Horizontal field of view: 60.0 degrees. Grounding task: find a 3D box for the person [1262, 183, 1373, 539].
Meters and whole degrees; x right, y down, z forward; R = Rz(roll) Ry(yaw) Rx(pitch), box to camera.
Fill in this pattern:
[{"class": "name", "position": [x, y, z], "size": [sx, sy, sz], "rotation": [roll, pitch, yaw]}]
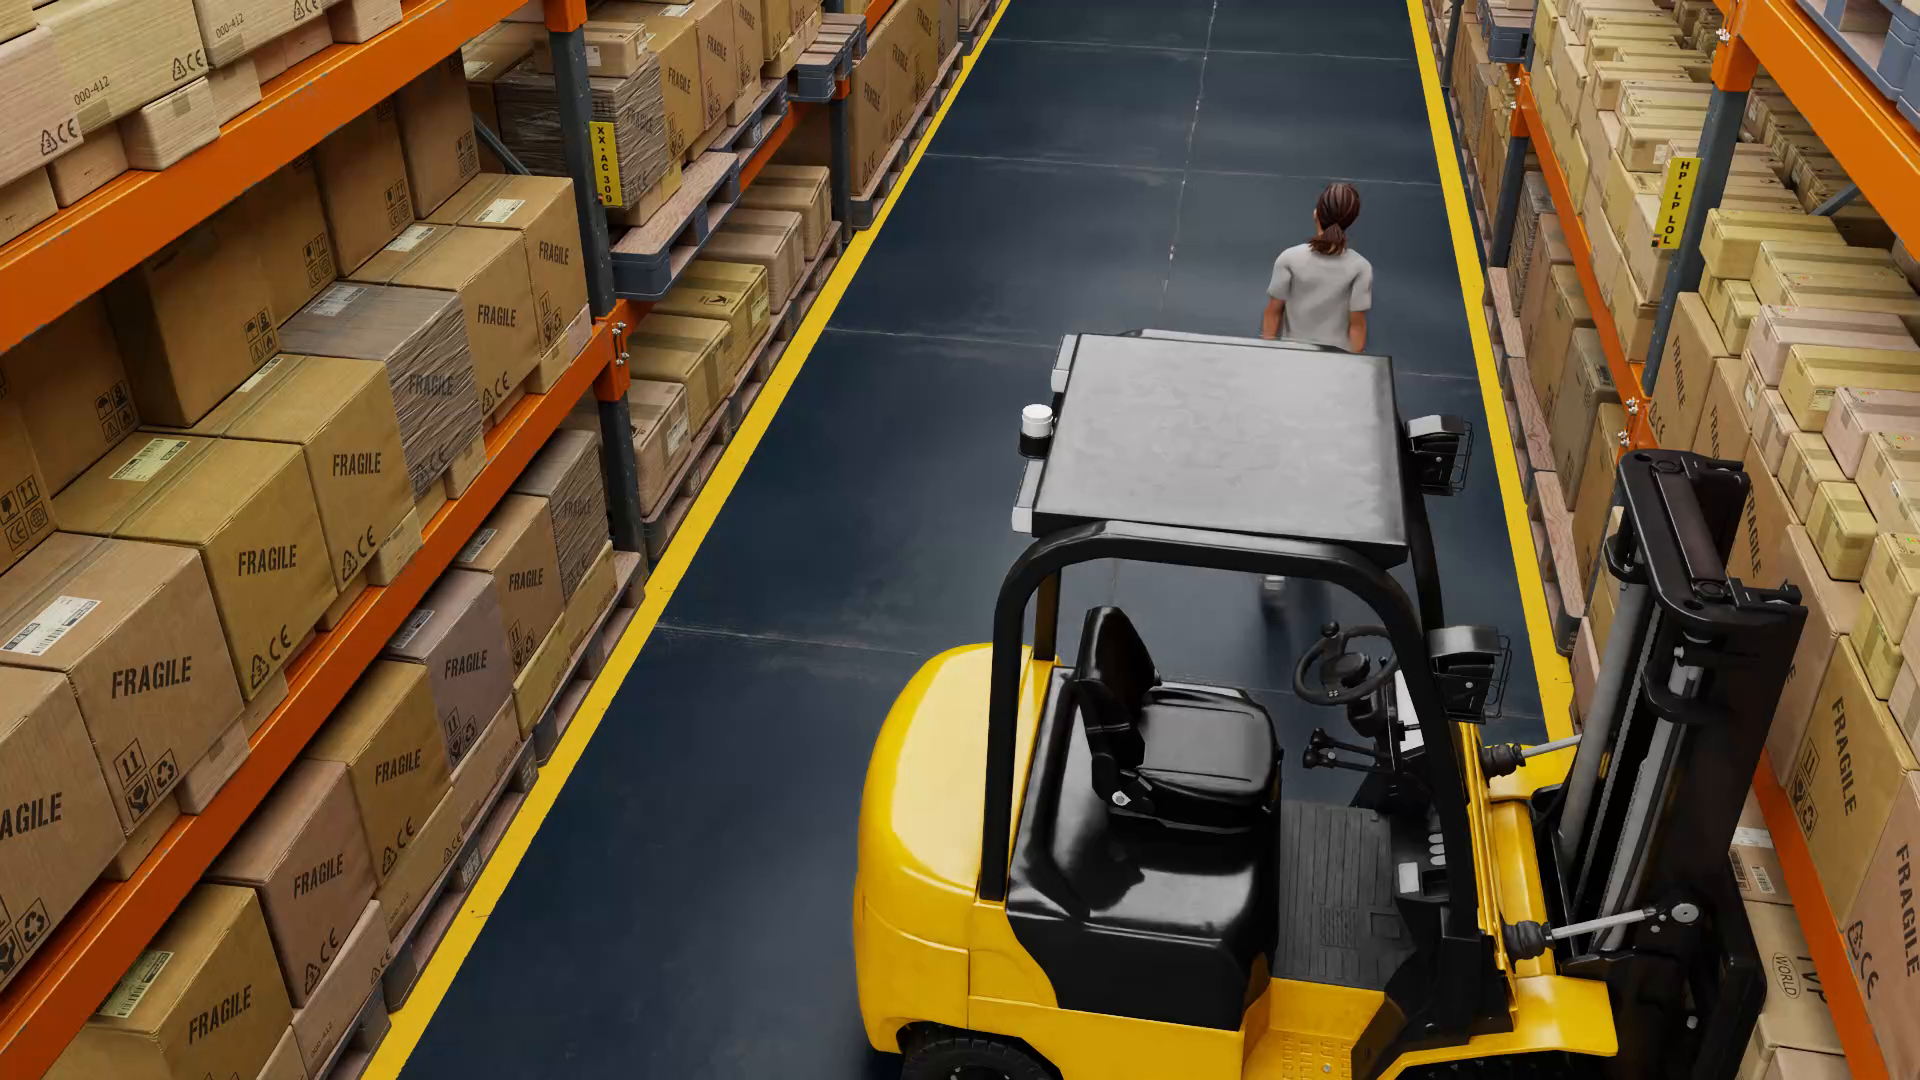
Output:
[{"class": "person", "position": [1.527, -0.617, 7.337], "size": [0.449, 1.397, 0.864], "rotation": [7, 33, 10]}]
